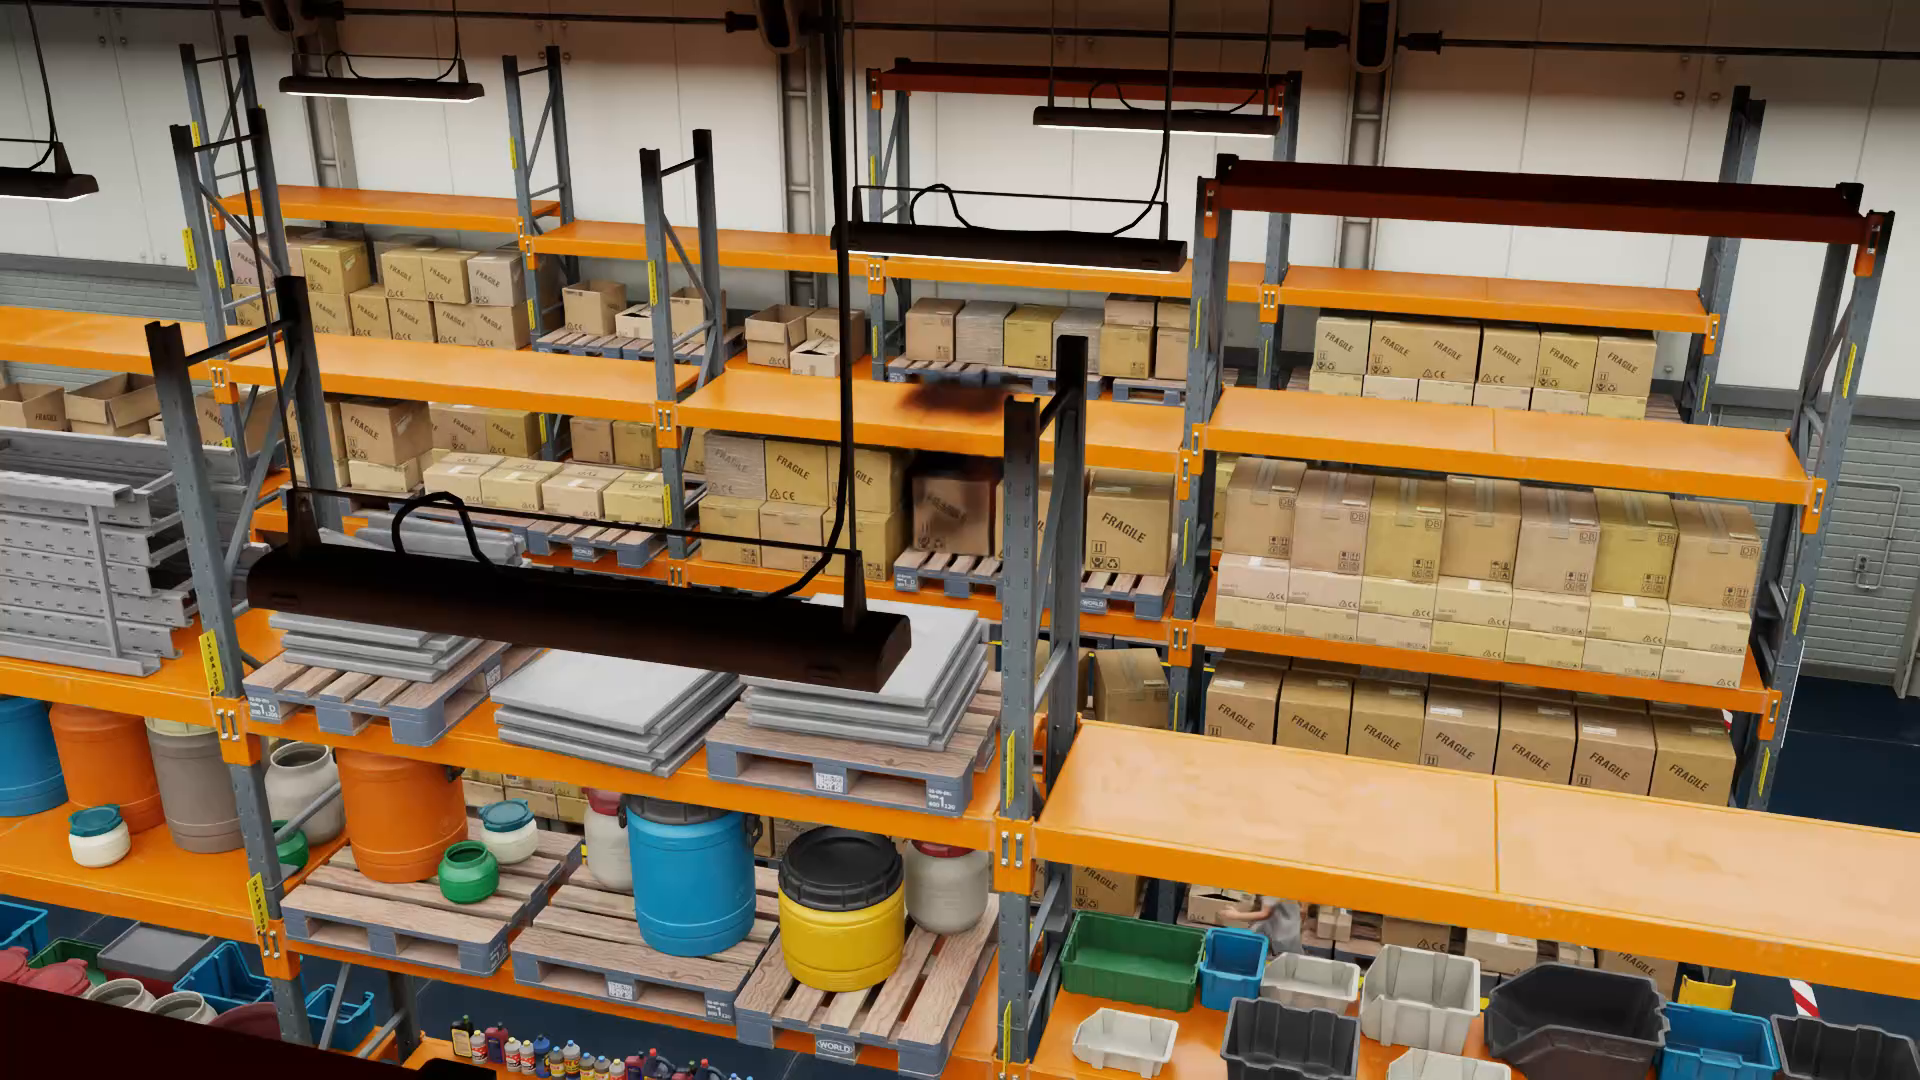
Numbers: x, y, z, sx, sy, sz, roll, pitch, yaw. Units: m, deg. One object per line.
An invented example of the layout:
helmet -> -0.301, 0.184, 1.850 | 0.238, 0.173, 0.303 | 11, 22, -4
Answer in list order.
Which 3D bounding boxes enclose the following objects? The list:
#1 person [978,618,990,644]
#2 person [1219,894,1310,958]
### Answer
person -> 0.002, 1.222, 15.283 | 0.470, 1.815, 0.589 | -20, 30, -39
person -> 2.229, 2.753, 11.778 | 0.982, 1.635, 0.504 | 7, 23, 15
